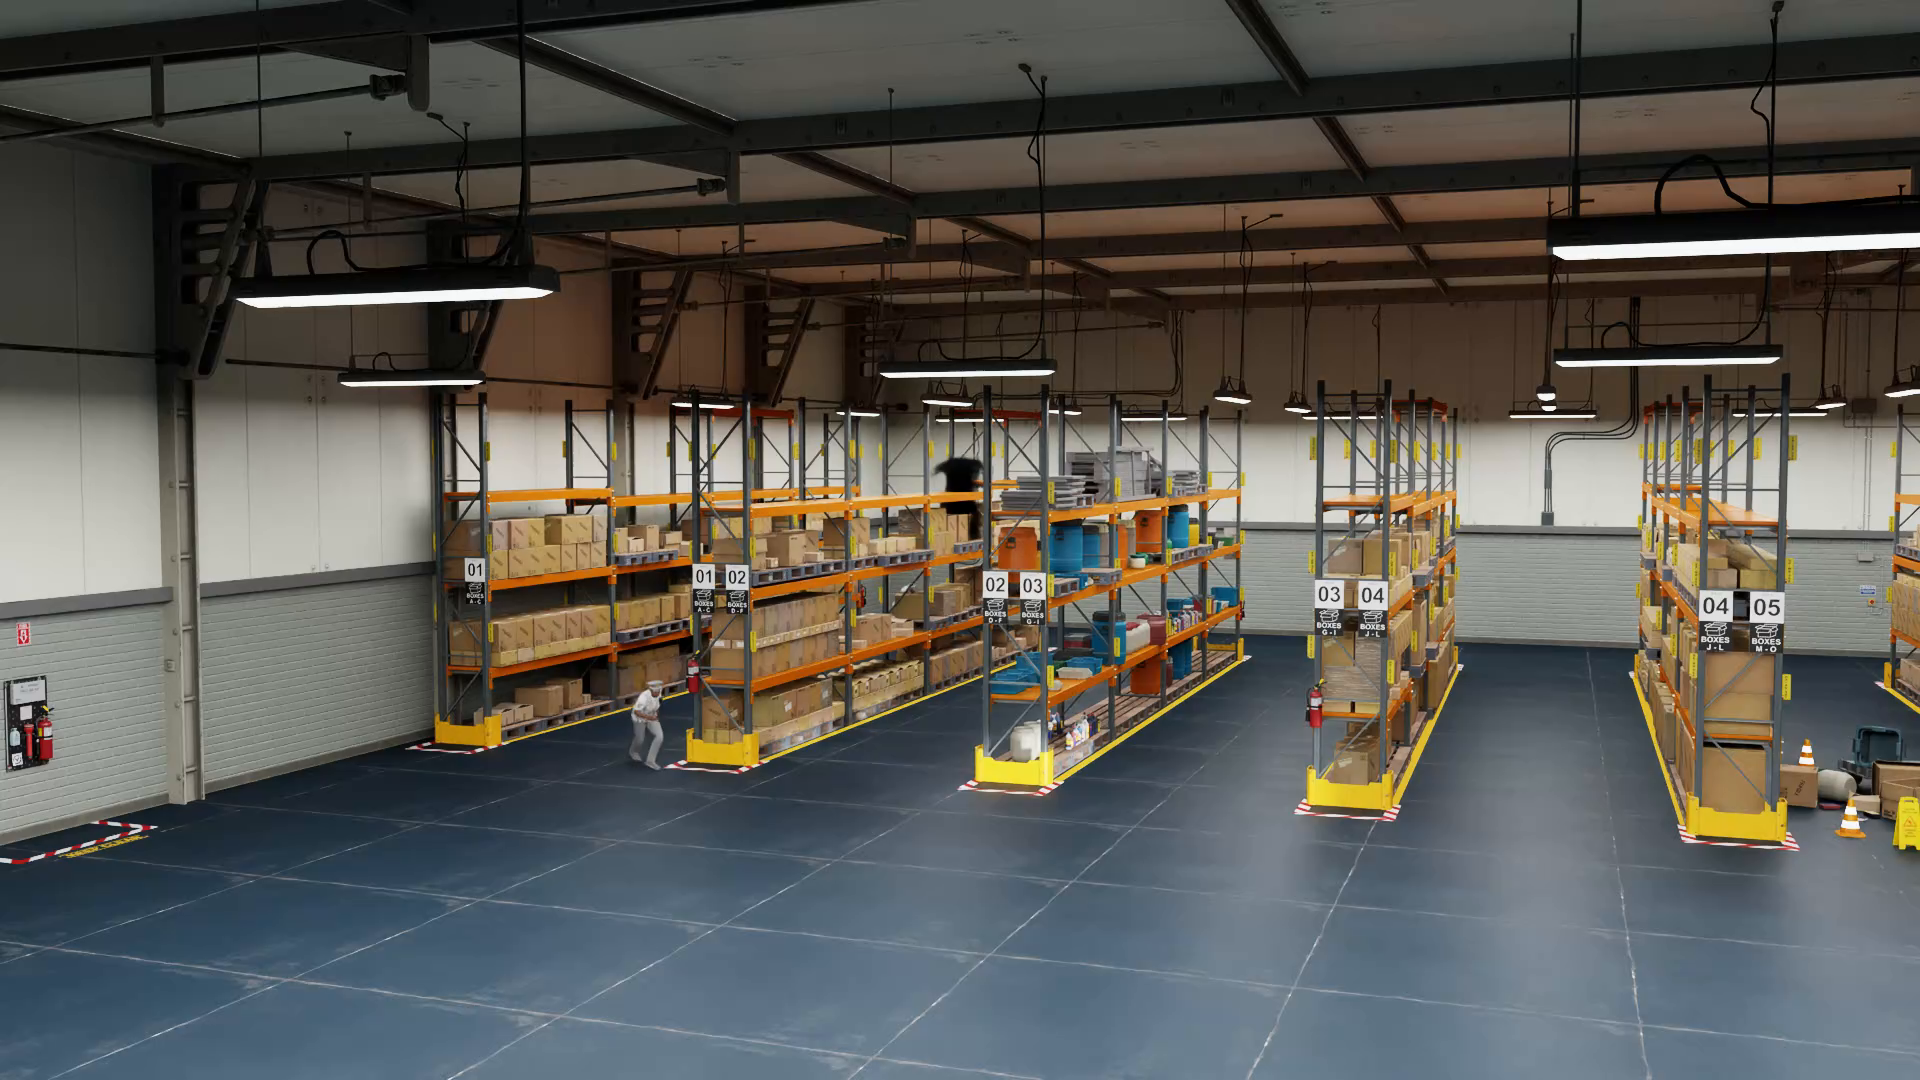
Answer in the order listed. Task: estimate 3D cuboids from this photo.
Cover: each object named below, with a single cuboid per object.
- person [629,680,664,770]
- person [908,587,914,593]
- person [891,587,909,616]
[{"bbox_3d":[-5.019,2.899,26.354,0.570,1.444,1.119,-3,4,-41],"label":"person"},{"bbox_3d":[-1.237,1.978,41.441,0.510,1.625,0.823,1,3,22],"label":"person"},{"bbox_3d":[-1.350,1.989,40.700,0.711,1.691,0.568,1,3,11],"label":"person"}]
